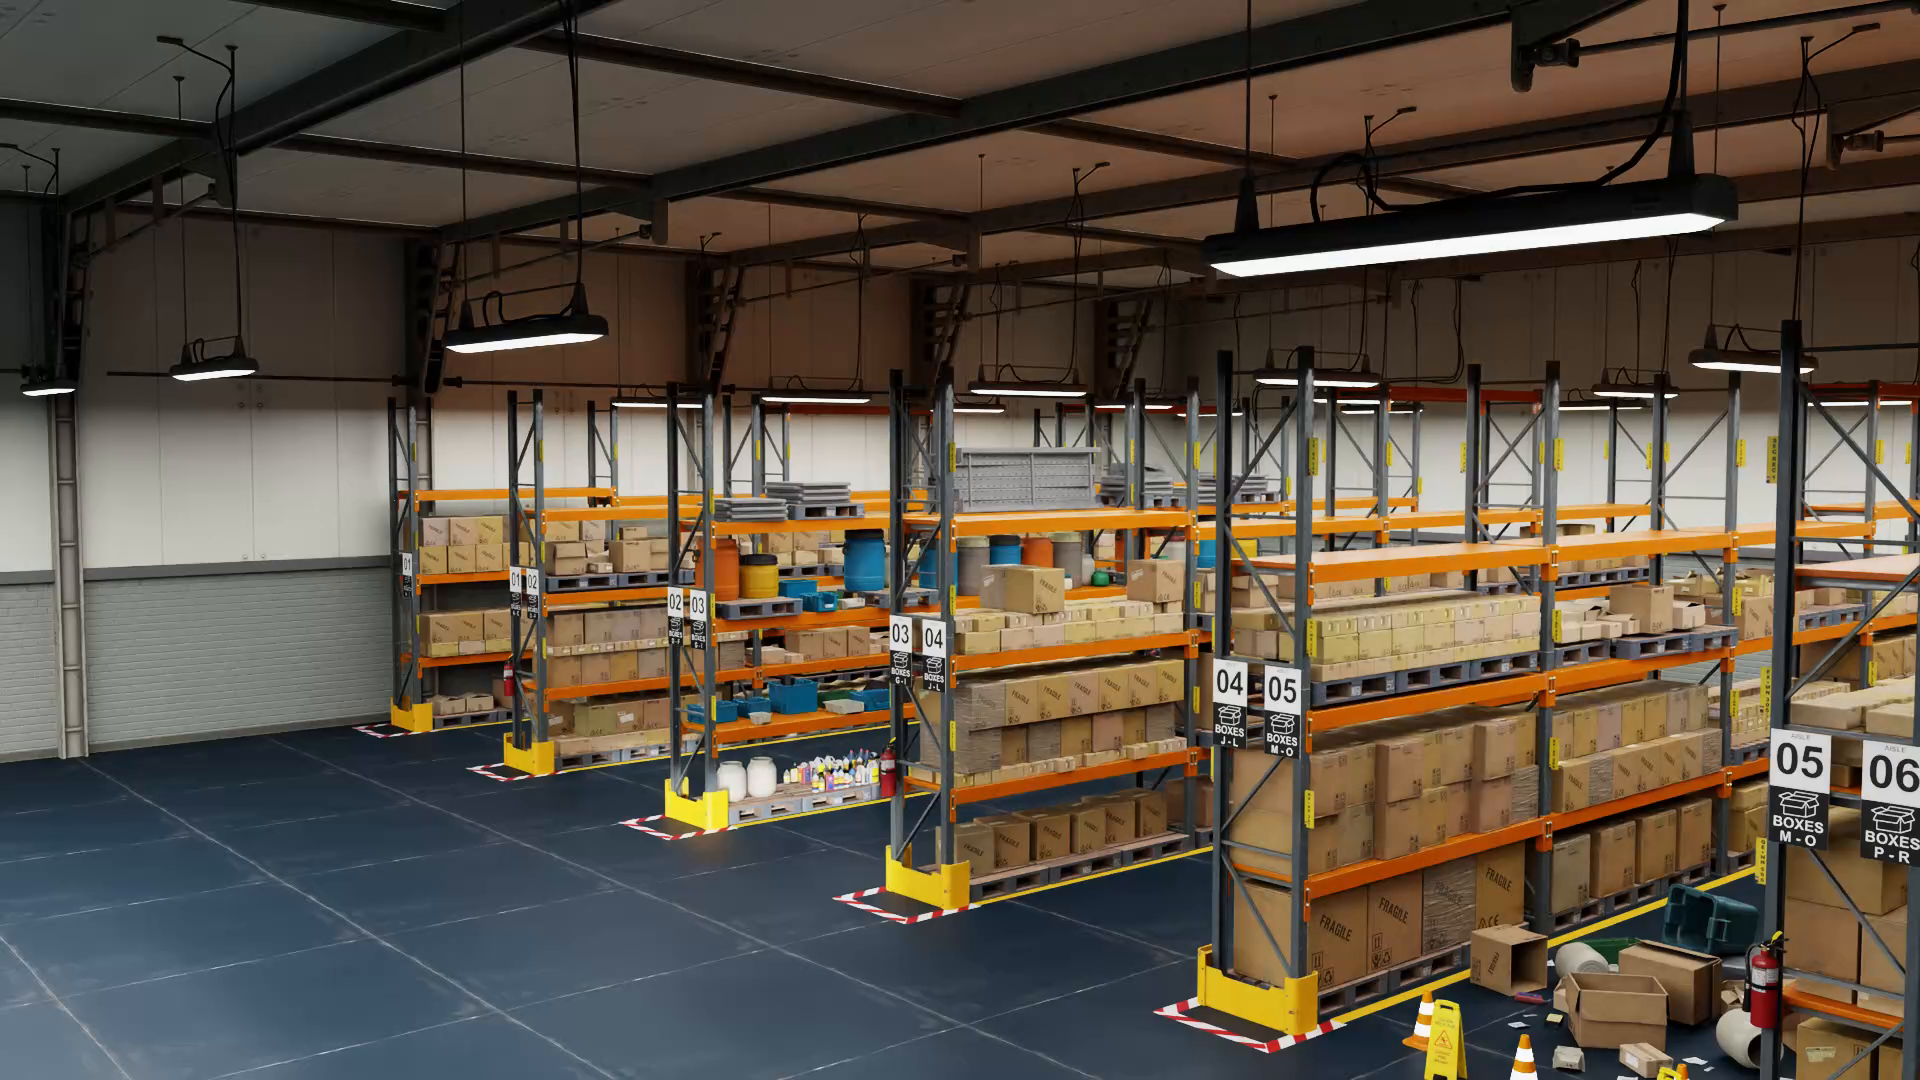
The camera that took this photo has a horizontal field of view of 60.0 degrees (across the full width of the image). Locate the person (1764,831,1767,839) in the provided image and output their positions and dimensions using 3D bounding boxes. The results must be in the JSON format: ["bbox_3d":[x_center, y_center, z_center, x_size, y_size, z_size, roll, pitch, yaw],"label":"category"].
[{"bbox_3d":[9.254,3.263,18.522,0.563,1.665,0.384,0,3,0],"label":"person"}]

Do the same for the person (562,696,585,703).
[{"bbox_3d":[-6.853,2.654,29.345,0.348,1.753,0.533,3,5,45],"label":"person"}]
